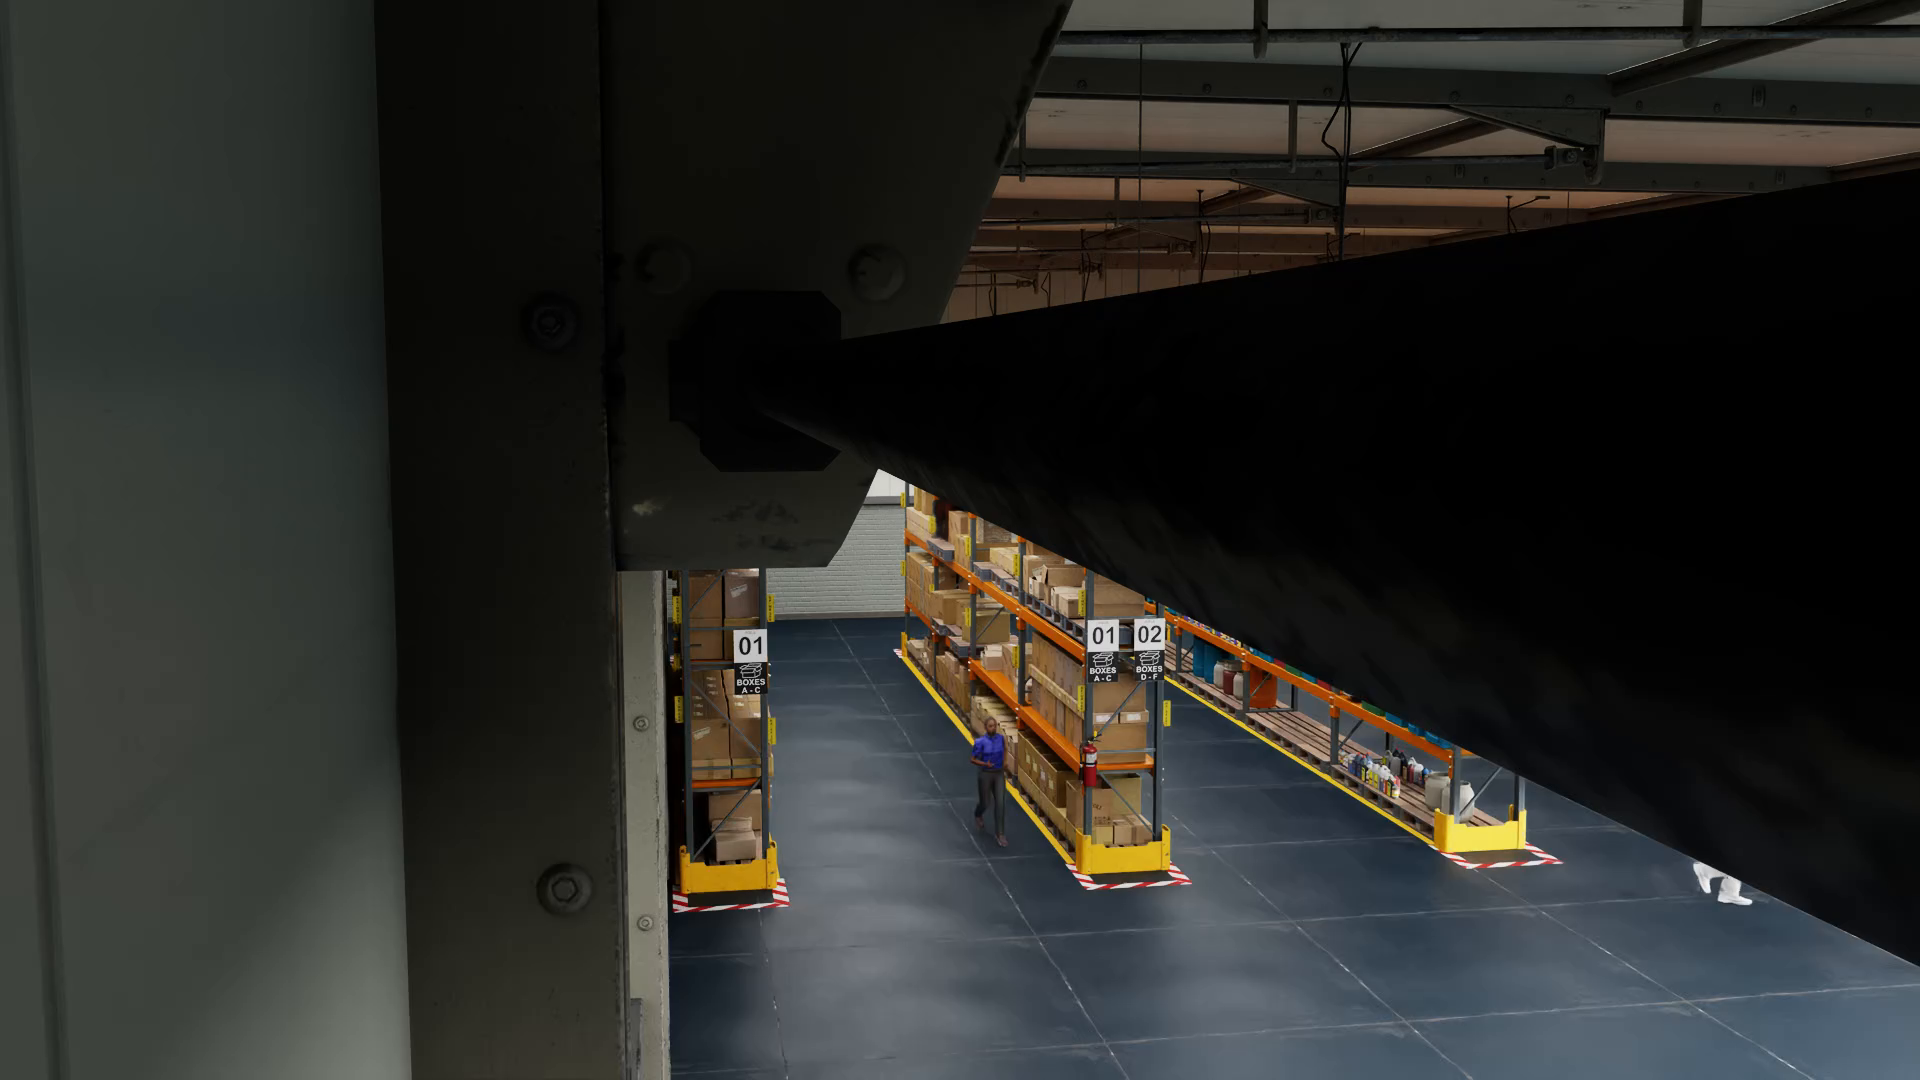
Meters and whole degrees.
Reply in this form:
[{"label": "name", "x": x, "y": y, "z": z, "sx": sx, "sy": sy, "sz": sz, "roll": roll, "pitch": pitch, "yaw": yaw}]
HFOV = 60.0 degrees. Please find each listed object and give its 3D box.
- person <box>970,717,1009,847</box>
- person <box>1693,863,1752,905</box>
[{"label": "person", "x": 0.412, "y": 3.196, "z": 22.263, "sx": 0.579, "sy": 1.638, "sz": 0.924, "roll": -2, "pitch": 6, "yaw": -19}, {"label": "person", "x": 9.031, "y": 3.441, "z": 19.644, "sx": 0.673, "sy": 1.739, "sz": 0.718, "roll": 2, "pitch": 6, "yaw": 16}]
